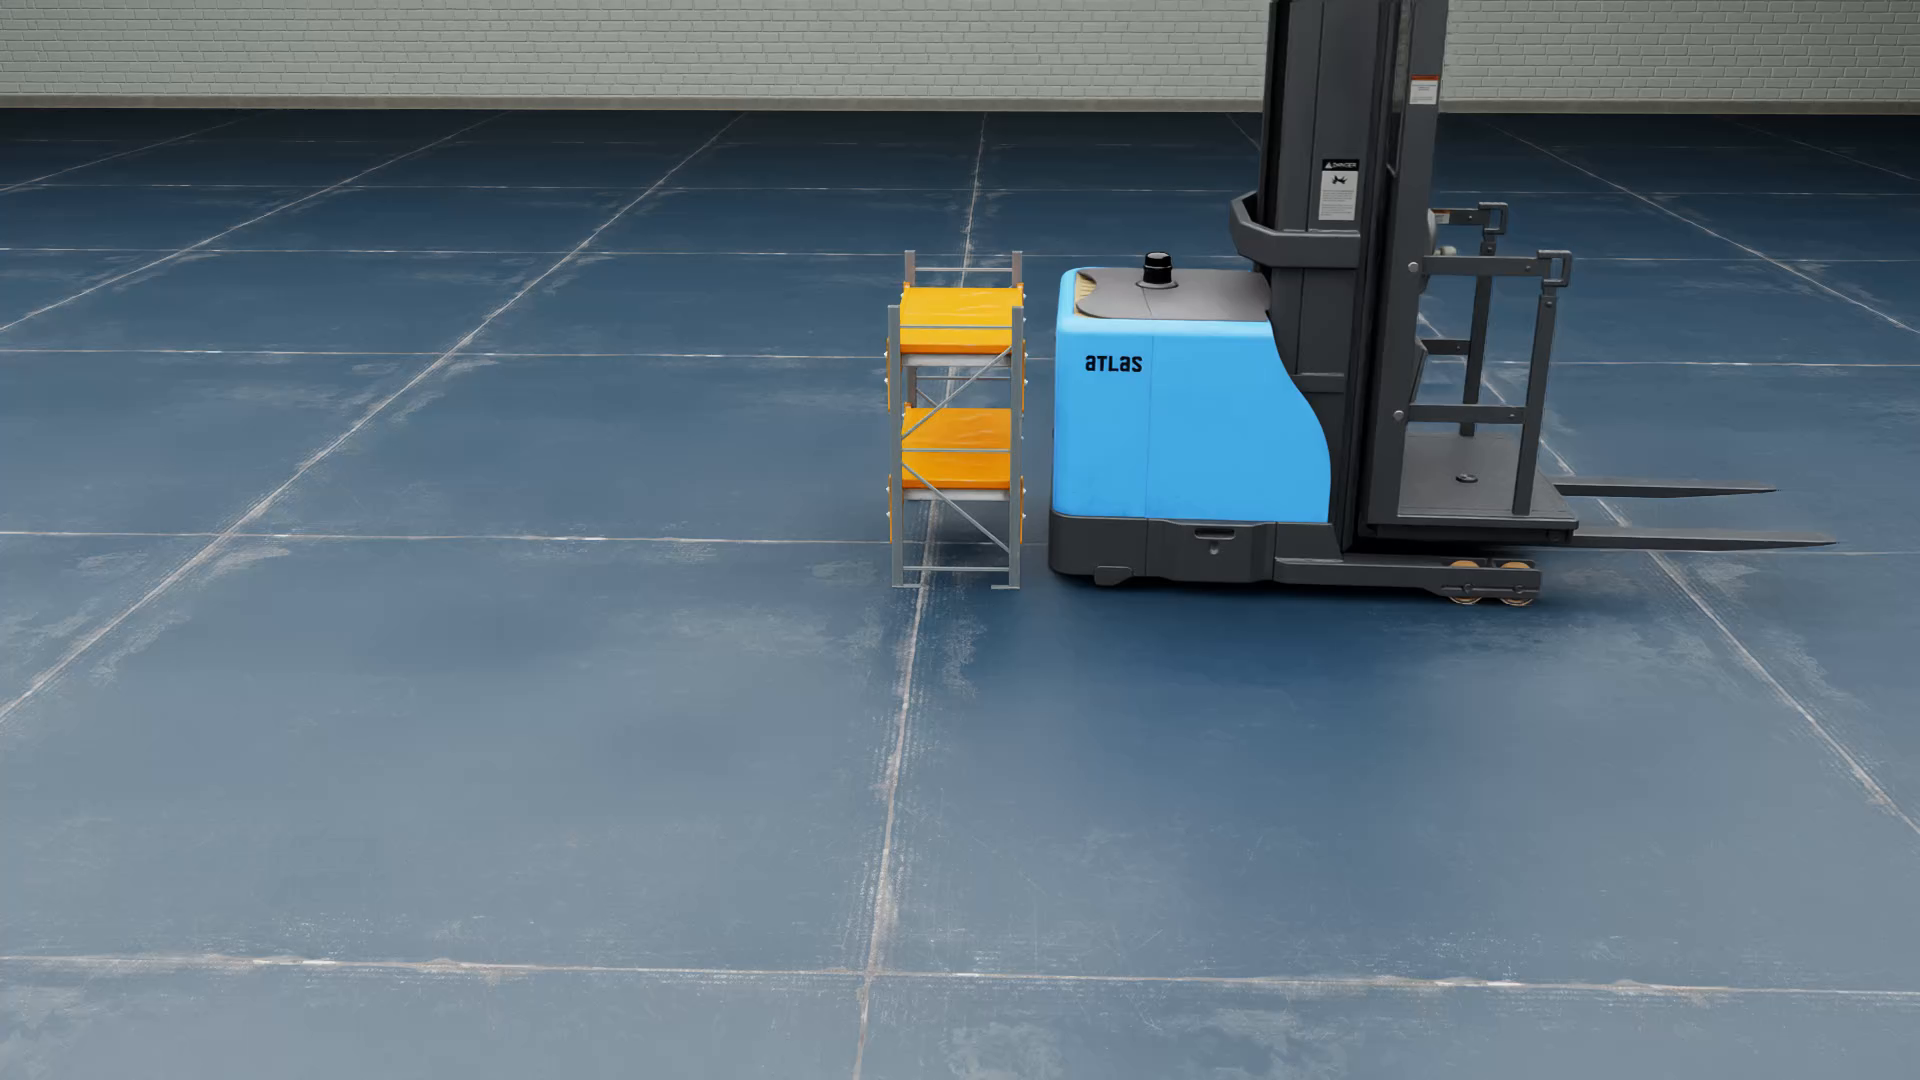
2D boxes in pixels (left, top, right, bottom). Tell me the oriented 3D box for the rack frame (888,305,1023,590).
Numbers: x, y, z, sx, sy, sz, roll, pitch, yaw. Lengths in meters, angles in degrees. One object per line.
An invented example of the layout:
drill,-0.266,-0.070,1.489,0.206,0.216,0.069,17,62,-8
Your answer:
rack frame,-0.016,-0.338,6.345,0.500,1.125,0.032,1,21,2

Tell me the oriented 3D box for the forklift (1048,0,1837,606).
forklift,1.891,-1.313,6.362,3.031,2.935,1.130,2,21,4

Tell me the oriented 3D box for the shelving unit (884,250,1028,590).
shelving unit,0.000,-0.522,6.819,0.538,1.125,1.048,1,21,2

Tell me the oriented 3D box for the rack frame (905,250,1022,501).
rack frame,0.015,-0.706,7.293,0.500,1.125,0.032,1,21,2

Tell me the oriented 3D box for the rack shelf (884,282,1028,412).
rack shelf,0.000,-0.795,6.713,0.538,0.278,1.000,1,21,2

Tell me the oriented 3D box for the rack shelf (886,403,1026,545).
rack shelf,0.000,-0.294,6.908,0.538,0.278,1.000,1,21,2
